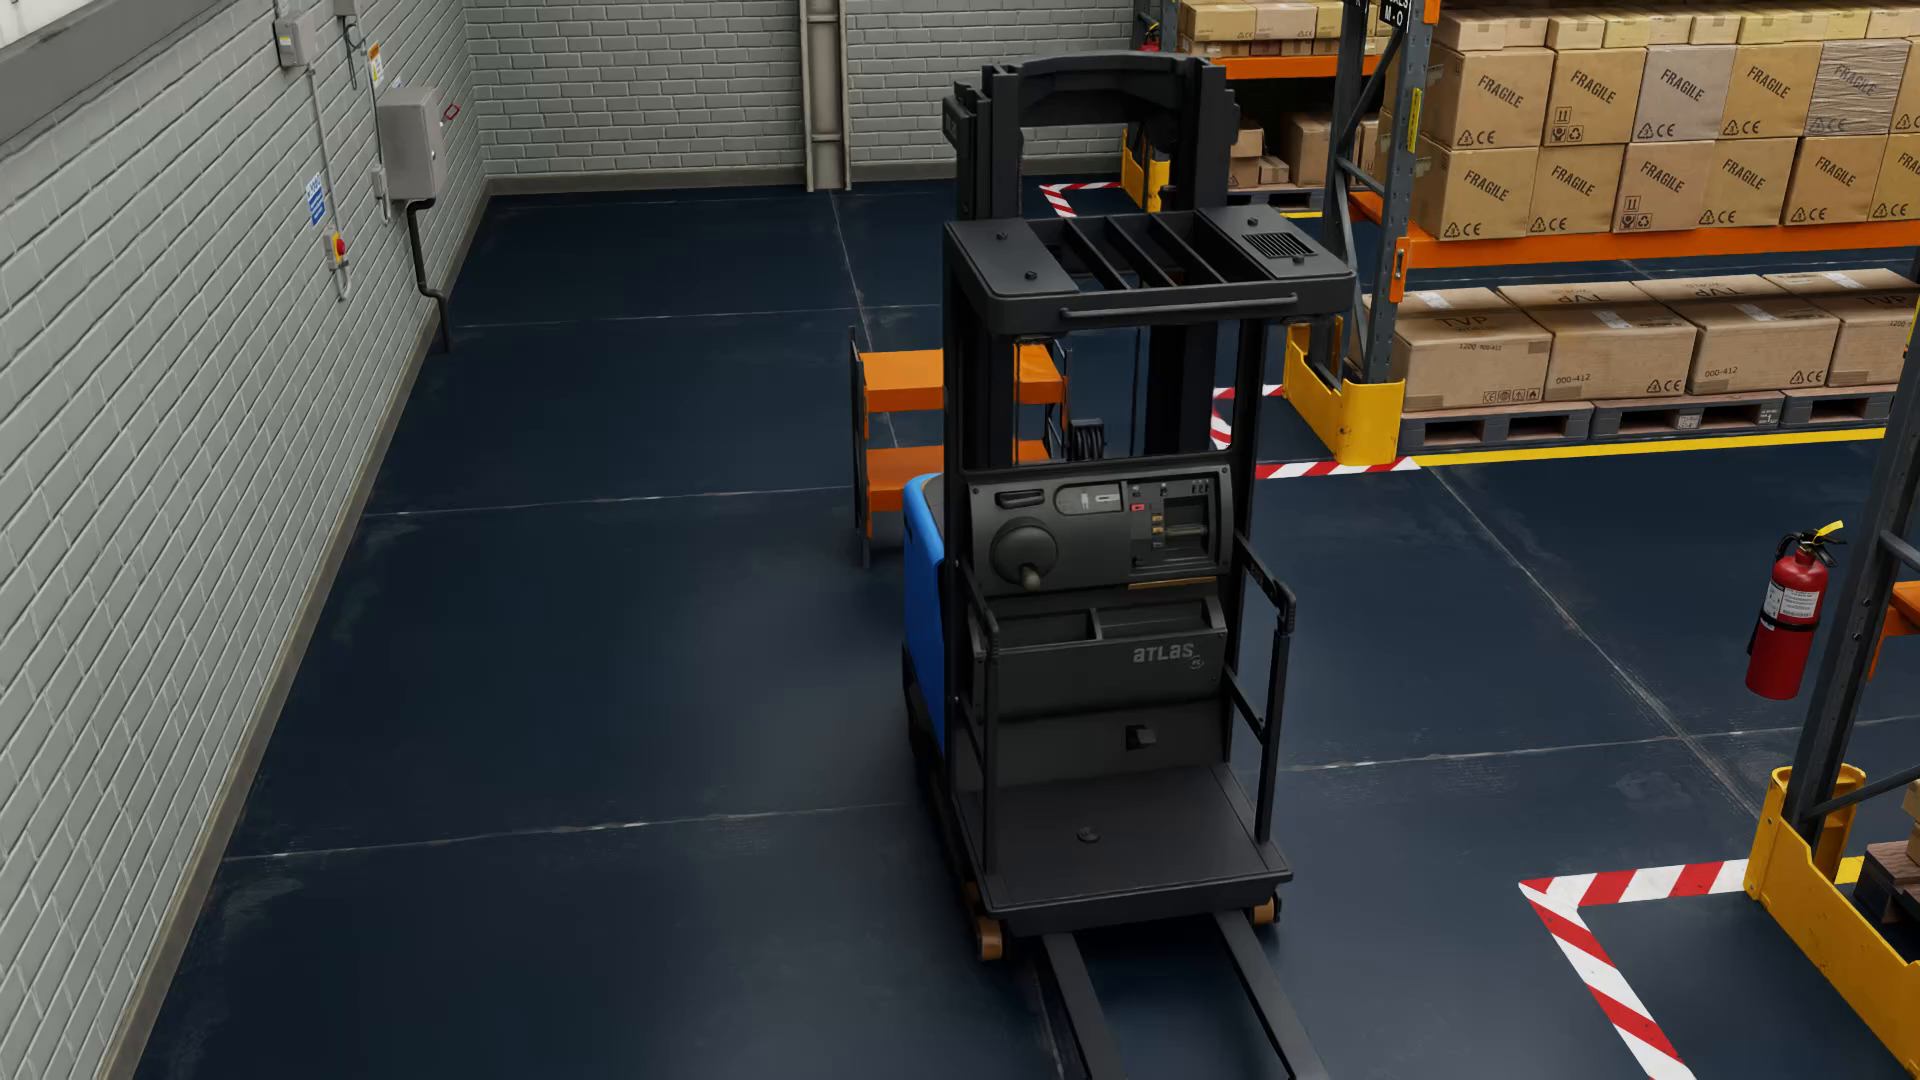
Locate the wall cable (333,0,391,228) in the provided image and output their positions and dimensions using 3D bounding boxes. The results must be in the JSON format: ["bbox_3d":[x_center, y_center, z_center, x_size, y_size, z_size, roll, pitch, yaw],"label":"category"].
[{"bbox_3d":[-3.483,-2.755,9.720,0.122,1.984,0.588,-4,27,-7],"label":"wall cable"}]

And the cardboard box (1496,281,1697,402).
[{"bbox_3d":[3.852,-1.227,10.203,0.875,0.438,0.875,-3,27,-6],"label":"cardboard box"}]

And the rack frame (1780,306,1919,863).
[{"bbox_3d":[3.097,0.200,5.074,0.127,3.000,1.000,-4,27,-7],"label":"rack frame"}]

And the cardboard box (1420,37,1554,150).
[{"bbox_3d":[2.822,-2.422,8.981,0.500,0.500,0.500,-4,27,-8],"label":"cardboard box"}]

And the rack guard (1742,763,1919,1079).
[{"bbox_3d":[3.172,1.307,5.655,0.348,0.500,1.175,-4,27,-7],"label":"rack guard"}]

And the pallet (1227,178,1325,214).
[{"bbox_3d":[2.476,-3.090,14.542,1.213,0.211,1.003,-4,27,-7],"label":"pallet"}]

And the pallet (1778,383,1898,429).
[{"bbox_3d":[5.504,-1.032,10.530,1.213,0.211,1.003,-4,27,-7],"label":"pallet"}]

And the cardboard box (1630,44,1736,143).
[{"bbox_3d":[3.841,-2.495,9.121,0.500,0.500,0.500,-4,27,-8],"label":"cardboard box"}]

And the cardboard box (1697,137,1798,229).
[{"bbox_3d":[4.319,-2.085,9.418,0.500,0.500,0.500,-3,27,-5],"label":"cardboard box"}]

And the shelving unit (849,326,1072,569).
[{"bbox_3d":[-0.007,-0.500,8.492,1.048,1.125,0.538,-4,27,-7],"label":"shelving unit"}]

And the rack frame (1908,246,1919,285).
[{"bbox_3d":[6.268,-2.286,9.919,0.127,3.000,1.000,-4,27,-7],"label":"rack frame"}]

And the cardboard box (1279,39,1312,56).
[{"bbox_3d":[2.735,-4.118,13.765,0.250,0.149,0.380,-3,27,-5],"label":"cardboard box"}]

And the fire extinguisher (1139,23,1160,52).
[{"bbox_3d":[1.531,-3.856,13.473,0.183,0.674,0.296,-4,27,-7],"label":"fire extinguisher"}]

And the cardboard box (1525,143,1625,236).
[{"bbox_3d":[3.319,-2.021,9.294,0.500,0.500,0.500,-4,27,-8],"label":"cardboard box"}]

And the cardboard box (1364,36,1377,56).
[{"bbox_3d":[3.258,-4.120,13.768,0.250,0.149,0.380,-4,27,-9],"label":"cardboard box"}]

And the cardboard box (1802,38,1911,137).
[{"bbox_3d":[4.833,-2.555,9.239,0.500,0.500,0.500,-3,27,-6],"label":"cardboard box"}]

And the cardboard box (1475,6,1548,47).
[{"bbox_3d":[2.947,-2.756,8.919,0.250,0.149,0.380,-3,27,-6],"label":"cardboard box"}]

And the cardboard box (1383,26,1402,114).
[{"bbox_3d":[2.751,-2.659,9.442,0.500,0.500,0.500,-3,27,-5],"label":"cardboard box"}]

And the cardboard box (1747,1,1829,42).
[{"bbox_3d":[4.491,-2.825,9.055,0.250,0.149,0.380,-4,27,-7],"label":"cardboard box"}]

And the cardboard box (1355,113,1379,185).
[{"bbox_3d":[3.620,-3.371,14.312,0.500,0.500,0.500,-3,27,-6],"label":"cardboard box"}]

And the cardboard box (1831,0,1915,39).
[{"bbox_3d":[4.992,-2.865,9.132,0.250,0.149,0.380,-4,27,-8],"label":"cardboard box"}]

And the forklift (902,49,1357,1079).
[{"bbox_3d":[0.534,-0.004,5.547,1.130,2.935,3.031,-5,28,-10],"label":"forklift"}]

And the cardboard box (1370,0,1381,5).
[{"bbox_3d":[3.584,-4.677,13.596,0.500,0.500,0.500,-3,27,-6],"label":"cardboard box"}]

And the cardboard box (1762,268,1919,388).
[{"bbox_3d":[5.631,-1.341,10.425,0.875,0.438,0.875,-4,27,-8],"label":"cardboard box"}]

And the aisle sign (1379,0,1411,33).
[{"bbox_3d":[2.276,-3.052,8.565,0.004,0.787,0.394,-4,27,-7],"label":"aisle sign"}]

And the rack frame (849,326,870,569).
[{"bbox_3d":[-0.510,-0.468,8.429,0.032,1.125,0.500,-4,27,-7],"label":"rack frame"}]

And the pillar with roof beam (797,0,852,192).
[{"bbox_3d":[-0.584,-5.234,9.093,0.400,9.000,9.100,-4,27,-7],"label":"pillar with roof beam"}]

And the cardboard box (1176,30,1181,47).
[{"bbox_3d":[1.903,-4.306,14.131,0.250,0.149,0.380,-4,27,-8],"label":"cardboard box"}]

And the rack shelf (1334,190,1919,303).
[{"bbox_3d":[4.288,-1.838,9.835,4.000,0.370,1.077,-4,27,-7],"label":"rack shelf"}]

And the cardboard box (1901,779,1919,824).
[{"bbox_3d":[3.580,0.987,5.878,0.250,0.149,0.380,-4,27,-8],"label":"cardboard box"}]

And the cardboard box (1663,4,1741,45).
[{"bbox_3d":[3.984,-2.783,8.972,0.250,0.149,0.380,-3,27,-7],"label":"cardboard box"}]

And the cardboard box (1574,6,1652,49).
[{"bbox_3d":[3.478,-2.745,8.899,0.250,0.149,0.380,-5,28,-9],"label":"cardboard box"}]

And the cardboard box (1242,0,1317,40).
[{"bbox_3d":[2.598,-4.280,13.644,0.500,0.250,0.500,-3,27,-7],"label":"cardboard box"}]

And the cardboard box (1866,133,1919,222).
[{"bbox_3d":[5.336,-2.150,9.545,0.500,0.500,0.500,-4,27,-8],"label":"cardboard box"}]

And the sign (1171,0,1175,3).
[{"bbox_3d":[1.688,-4.415,13.120,0.005,0.325,0.100,-4,27,-7],"label":"sign"}]

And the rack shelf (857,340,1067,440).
[{"bbox_3d":[-0.007,-0.760,8.359,1.000,0.278,0.538,-4,27,-7],"label":"rack shelf"}]

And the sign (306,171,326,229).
[{"bbox_3d":[-3.327,-1.757,8.592,0.001,0.218,0.327,-4,27,-7],"label":"sign"}]

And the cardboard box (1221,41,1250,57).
[{"bbox_3d":[2.221,-4.097,13.725,0.250,0.149,0.380,-3,27,-6],"label":"cardboard box"}]

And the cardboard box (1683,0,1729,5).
[{"bbox_3d":[4.153,-3.037,9.467,0.250,0.149,0.380,-3,27,-5],"label":"cardboard box"}]

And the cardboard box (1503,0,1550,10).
[{"bbox_3d":[3.126,-3.004,9.404,0.250,0.149,0.380,-4,27,-8],"label":"cardboard box"}]

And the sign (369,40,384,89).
[{"bbox_3d":[-3.619,-2.950,10.309,0.001,0.242,0.339,-4,27,-7],"label":"sign"}]

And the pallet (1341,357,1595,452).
[{"bbox_3d":[3.088,-0.877,10.228,1.213,0.211,1.003,-4,27,-7],"label":"pallet"}]

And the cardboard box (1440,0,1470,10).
[{"bbox_3d":[2.635,-2.923,9.245,0.250,0.149,0.380,-3,27,-6],"label":"cardboard box"}]

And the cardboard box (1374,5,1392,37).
[{"bbox_3d":[3.603,-4.356,13.792,0.500,0.250,0.500,-4,27,-8],"label":"cardboard box"}]

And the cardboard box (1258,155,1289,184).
[{"bbox_3d":[2.657,-3.199,14.362,0.250,0.149,0.380,-5,28,-9],"label":"cardboard box"}]

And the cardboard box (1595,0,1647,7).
[{"bbox_3d":[3.650,-2.986,9.369,0.250,0.149,0.380,-4,27,-8],"label":"cardboard box"}]

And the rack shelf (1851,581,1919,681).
[{"bbox_3d":[5.077,0.393,5.487,4.000,0.370,1.077,-4,27,-7],"label":"rack shelf"}]
